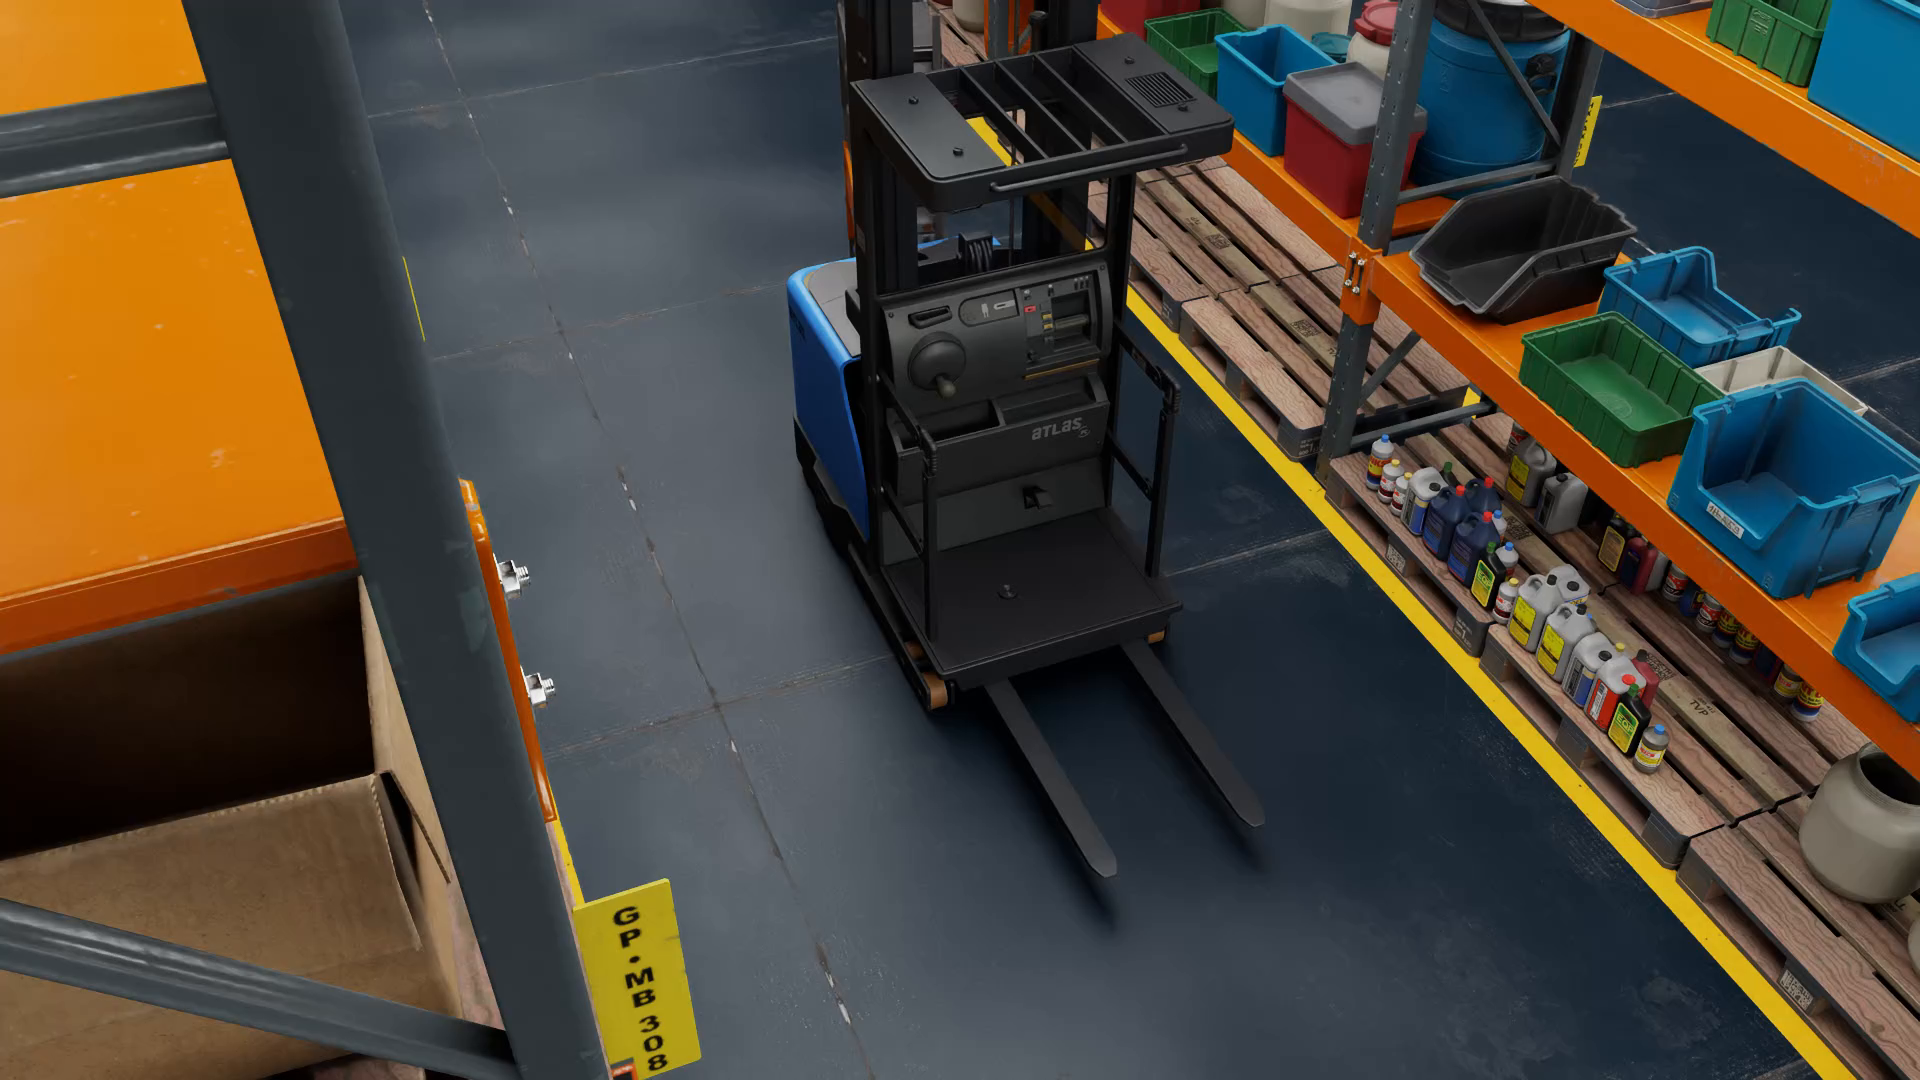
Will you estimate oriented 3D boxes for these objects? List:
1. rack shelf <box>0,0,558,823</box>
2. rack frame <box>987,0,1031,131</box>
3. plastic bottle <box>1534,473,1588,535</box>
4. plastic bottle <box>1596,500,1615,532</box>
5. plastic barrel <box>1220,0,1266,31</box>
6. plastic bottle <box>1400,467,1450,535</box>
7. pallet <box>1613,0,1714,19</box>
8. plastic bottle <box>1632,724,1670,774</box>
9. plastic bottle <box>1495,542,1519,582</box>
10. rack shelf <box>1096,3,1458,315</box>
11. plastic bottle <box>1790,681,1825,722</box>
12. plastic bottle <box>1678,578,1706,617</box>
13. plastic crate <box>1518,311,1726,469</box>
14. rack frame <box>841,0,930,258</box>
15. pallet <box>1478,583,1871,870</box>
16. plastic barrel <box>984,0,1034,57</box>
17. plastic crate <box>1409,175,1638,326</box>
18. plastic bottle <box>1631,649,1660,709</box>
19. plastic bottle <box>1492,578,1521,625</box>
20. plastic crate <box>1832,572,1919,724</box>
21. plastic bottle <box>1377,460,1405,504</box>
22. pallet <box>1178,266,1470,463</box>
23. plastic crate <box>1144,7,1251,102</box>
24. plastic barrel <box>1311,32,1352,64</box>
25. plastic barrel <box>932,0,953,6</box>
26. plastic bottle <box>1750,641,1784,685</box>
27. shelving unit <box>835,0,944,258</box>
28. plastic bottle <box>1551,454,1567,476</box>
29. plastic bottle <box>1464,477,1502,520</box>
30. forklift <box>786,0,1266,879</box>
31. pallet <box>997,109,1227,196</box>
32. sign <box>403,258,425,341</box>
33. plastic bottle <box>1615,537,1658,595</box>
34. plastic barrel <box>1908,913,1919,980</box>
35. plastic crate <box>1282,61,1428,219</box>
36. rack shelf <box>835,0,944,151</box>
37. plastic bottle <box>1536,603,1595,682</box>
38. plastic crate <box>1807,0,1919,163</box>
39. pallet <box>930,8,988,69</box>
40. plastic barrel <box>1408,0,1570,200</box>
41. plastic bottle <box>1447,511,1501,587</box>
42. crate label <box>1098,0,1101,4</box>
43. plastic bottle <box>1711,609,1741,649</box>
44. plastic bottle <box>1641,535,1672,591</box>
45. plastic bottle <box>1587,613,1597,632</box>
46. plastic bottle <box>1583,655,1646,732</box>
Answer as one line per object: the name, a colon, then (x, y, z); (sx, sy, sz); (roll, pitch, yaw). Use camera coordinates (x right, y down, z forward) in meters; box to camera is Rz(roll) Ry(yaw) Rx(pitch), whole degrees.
rack shelf: (-1.622, -0.942, 2.720); (1.077, 0.370, 4.000); (-15, 43, -17)
rack frame: (0.660, -3.939, 9.949); (1.000, 3.000, 0.127); (-15, 43, -17)
plastic bottle: (2.649, -0.180, 7.329); (0.152, 0.276, 0.135); (-15, 43, -17)
plastic bottle: (2.878, -0.147, 7.285); (0.061, 0.283, 0.133); (-12, 42, -14)
plastic barrel: (1.581, -2.915, 8.653); (0.433, 0.535, 0.433); (0, 41, 0)
plastic bottle: (2.057, -0.175, 7.323); (0.152, 0.276, 0.135); (-14, 43, -15)
pallet: (2.557, -2.185, 5.753); (1.213, 0.211, 1.003); (-15, 43, -17)
plastic bottle: (2.613, 0.777, 6.273); (0.097, 0.201, 0.097); (0, 41, 0)
plastic bottle: (2.279, 0.121, 6.983); (0.097, 0.271, 0.097); (0, 41, 0)
rack shelf: (1.425, -2.462, 8.783); (1.077, 0.370, 4.000); (-15, 43, -17)
plastic bottle: (3.315, 0.578, 6.451); (0.097, 0.271, 0.097); (0, 41, 0)
plastic bottle: (3.068, 0.189, 6.904); (0.097, 0.271, 0.097); (0, 41, 0)
plastic crate: (2.449, -0.561, 6.183); (0.450, 0.188, 0.662); (-15, 43, -17)
rack frame: (-0.350, -1.722, 8.061); (0.400, 2.100, 0.015); (-5, 41, -6)
pallet: (2.880, 0.679, 6.718); (1.003, 0.211, 1.213); (-15, 43, -17)
plastic barrel: (0.457, -3.566, 10.857); (0.600, 0.830, 0.708); (-15, 43, -17)
plastic crate: (2.273, -1.159, 6.764); (0.767, 0.338, 0.504); (-15, 43, -17)
plastic bottle: (2.640, 0.560, 6.462); (0.061, 0.283, 0.133); (-15, 43, -17)
plastic bottle: (2.275, 0.244, 6.893); (0.097, 0.201, 0.097); (0, 41, 0)
plastic crate: (3.010, 0.317, 5.114); (0.499, 0.251, 0.408); (-15, 43, -17)
plastic bottle: (1.946, -0.273, 7.494); (0.097, 0.201, 0.097); (0, 41, 0)
pallet: (1.854, -0.936, 8.595); (1.003, 0.211, 1.213); (-15, 43, -17)
plastic crate: (1.263, -2.428, 8.354); (0.450, 0.188, 0.662); (-15, 43, -17)
plastic barrel: (1.826, -2.313, 8.164); (0.301, 0.262, 0.301); (0, 41, 0)
plastic barrel: (0.025, -4.155, 11.727); (0.600, 0.588, 0.708); (-15, 43, -17)
plastic bottle: (3.246, 0.432, 6.611); (0.061, 0.283, 0.133); (-14, 43, -16)
shelving unit: (-0.316, -1.565, 7.878); (0.431, 2.100, 0.503); (-5, 41, -6)
plastic bottle: (2.703, -0.376, 7.500); (0.144, 0.351, 0.185); (-16, 43, -18)
plastic bottle: (2.249, -0.138, 7.223); (0.144, 0.351, 0.185); (-15, 43, -17)
forklift: (0.241, -0.732, 6.272); (1.130, 2.935, 3.031); (-15, 43, -17)
pallet: (0.921, -2.406, 10.304); (1.003, 0.211, 1.213); (-15, 43, -17)
sign: (-1.875, -0.794, 5.567); (0.100, 0.325, 0.005); (-15, 43, -17)
plastic bottle: (2.861, 0.085, 7.015); (0.061, 0.283, 0.133); (-15, 43, -17)
plastic barrel: (3.399, 1.287, 5.458); (0.421, 0.512, 0.421); (0, 41, 0)
plastic crate: (1.723, -1.769, 7.376); (0.402, 0.464, 0.583); (-15, 43, -17)
rack shelf: (-0.316, -2.085, 7.430); (0.431, 0.518, 0.480); (-5, 41, -6)
plastic bottle: (2.422, 0.379, 6.621); (0.144, 0.351, 0.185); (-13, 42, -15)
plastic crate: (2.713, -1.325, 4.621); (0.392, 0.384, 0.575); (-15, 43, -17)
pallet: (0.320, -3.347, 11.398); (1.003, 0.211, 1.213); (-15, 43, -17)
plastic barrel: (2.323, -2.028, 7.342); (0.600, 0.901, 0.708); (-15, 43, -17)
plastic bottle: (2.188, 0.011, 7.049); (0.144, 0.351, 0.185); (-17, 43, -19)
crate label: (0.790, -3.287, 9.163); (0.502, 0.435, 0.616); (-15, 43, -17)
plastic bottle: (3.146, 0.311, 6.762); (0.097, 0.271, 0.097); (0, 41, 0)
plastic bottle: (2.959, 0.061, 7.048); (0.152, 0.276, 0.135); (-14, 43, -16)
plastic bottle: (2.517, 0.380, 6.735); (0.097, 0.201, 0.097); (0, 41, 0)
plastic bottle: (2.542, 0.590, 6.433); (0.152, 0.276, 0.135); (-15, 43, -17)
